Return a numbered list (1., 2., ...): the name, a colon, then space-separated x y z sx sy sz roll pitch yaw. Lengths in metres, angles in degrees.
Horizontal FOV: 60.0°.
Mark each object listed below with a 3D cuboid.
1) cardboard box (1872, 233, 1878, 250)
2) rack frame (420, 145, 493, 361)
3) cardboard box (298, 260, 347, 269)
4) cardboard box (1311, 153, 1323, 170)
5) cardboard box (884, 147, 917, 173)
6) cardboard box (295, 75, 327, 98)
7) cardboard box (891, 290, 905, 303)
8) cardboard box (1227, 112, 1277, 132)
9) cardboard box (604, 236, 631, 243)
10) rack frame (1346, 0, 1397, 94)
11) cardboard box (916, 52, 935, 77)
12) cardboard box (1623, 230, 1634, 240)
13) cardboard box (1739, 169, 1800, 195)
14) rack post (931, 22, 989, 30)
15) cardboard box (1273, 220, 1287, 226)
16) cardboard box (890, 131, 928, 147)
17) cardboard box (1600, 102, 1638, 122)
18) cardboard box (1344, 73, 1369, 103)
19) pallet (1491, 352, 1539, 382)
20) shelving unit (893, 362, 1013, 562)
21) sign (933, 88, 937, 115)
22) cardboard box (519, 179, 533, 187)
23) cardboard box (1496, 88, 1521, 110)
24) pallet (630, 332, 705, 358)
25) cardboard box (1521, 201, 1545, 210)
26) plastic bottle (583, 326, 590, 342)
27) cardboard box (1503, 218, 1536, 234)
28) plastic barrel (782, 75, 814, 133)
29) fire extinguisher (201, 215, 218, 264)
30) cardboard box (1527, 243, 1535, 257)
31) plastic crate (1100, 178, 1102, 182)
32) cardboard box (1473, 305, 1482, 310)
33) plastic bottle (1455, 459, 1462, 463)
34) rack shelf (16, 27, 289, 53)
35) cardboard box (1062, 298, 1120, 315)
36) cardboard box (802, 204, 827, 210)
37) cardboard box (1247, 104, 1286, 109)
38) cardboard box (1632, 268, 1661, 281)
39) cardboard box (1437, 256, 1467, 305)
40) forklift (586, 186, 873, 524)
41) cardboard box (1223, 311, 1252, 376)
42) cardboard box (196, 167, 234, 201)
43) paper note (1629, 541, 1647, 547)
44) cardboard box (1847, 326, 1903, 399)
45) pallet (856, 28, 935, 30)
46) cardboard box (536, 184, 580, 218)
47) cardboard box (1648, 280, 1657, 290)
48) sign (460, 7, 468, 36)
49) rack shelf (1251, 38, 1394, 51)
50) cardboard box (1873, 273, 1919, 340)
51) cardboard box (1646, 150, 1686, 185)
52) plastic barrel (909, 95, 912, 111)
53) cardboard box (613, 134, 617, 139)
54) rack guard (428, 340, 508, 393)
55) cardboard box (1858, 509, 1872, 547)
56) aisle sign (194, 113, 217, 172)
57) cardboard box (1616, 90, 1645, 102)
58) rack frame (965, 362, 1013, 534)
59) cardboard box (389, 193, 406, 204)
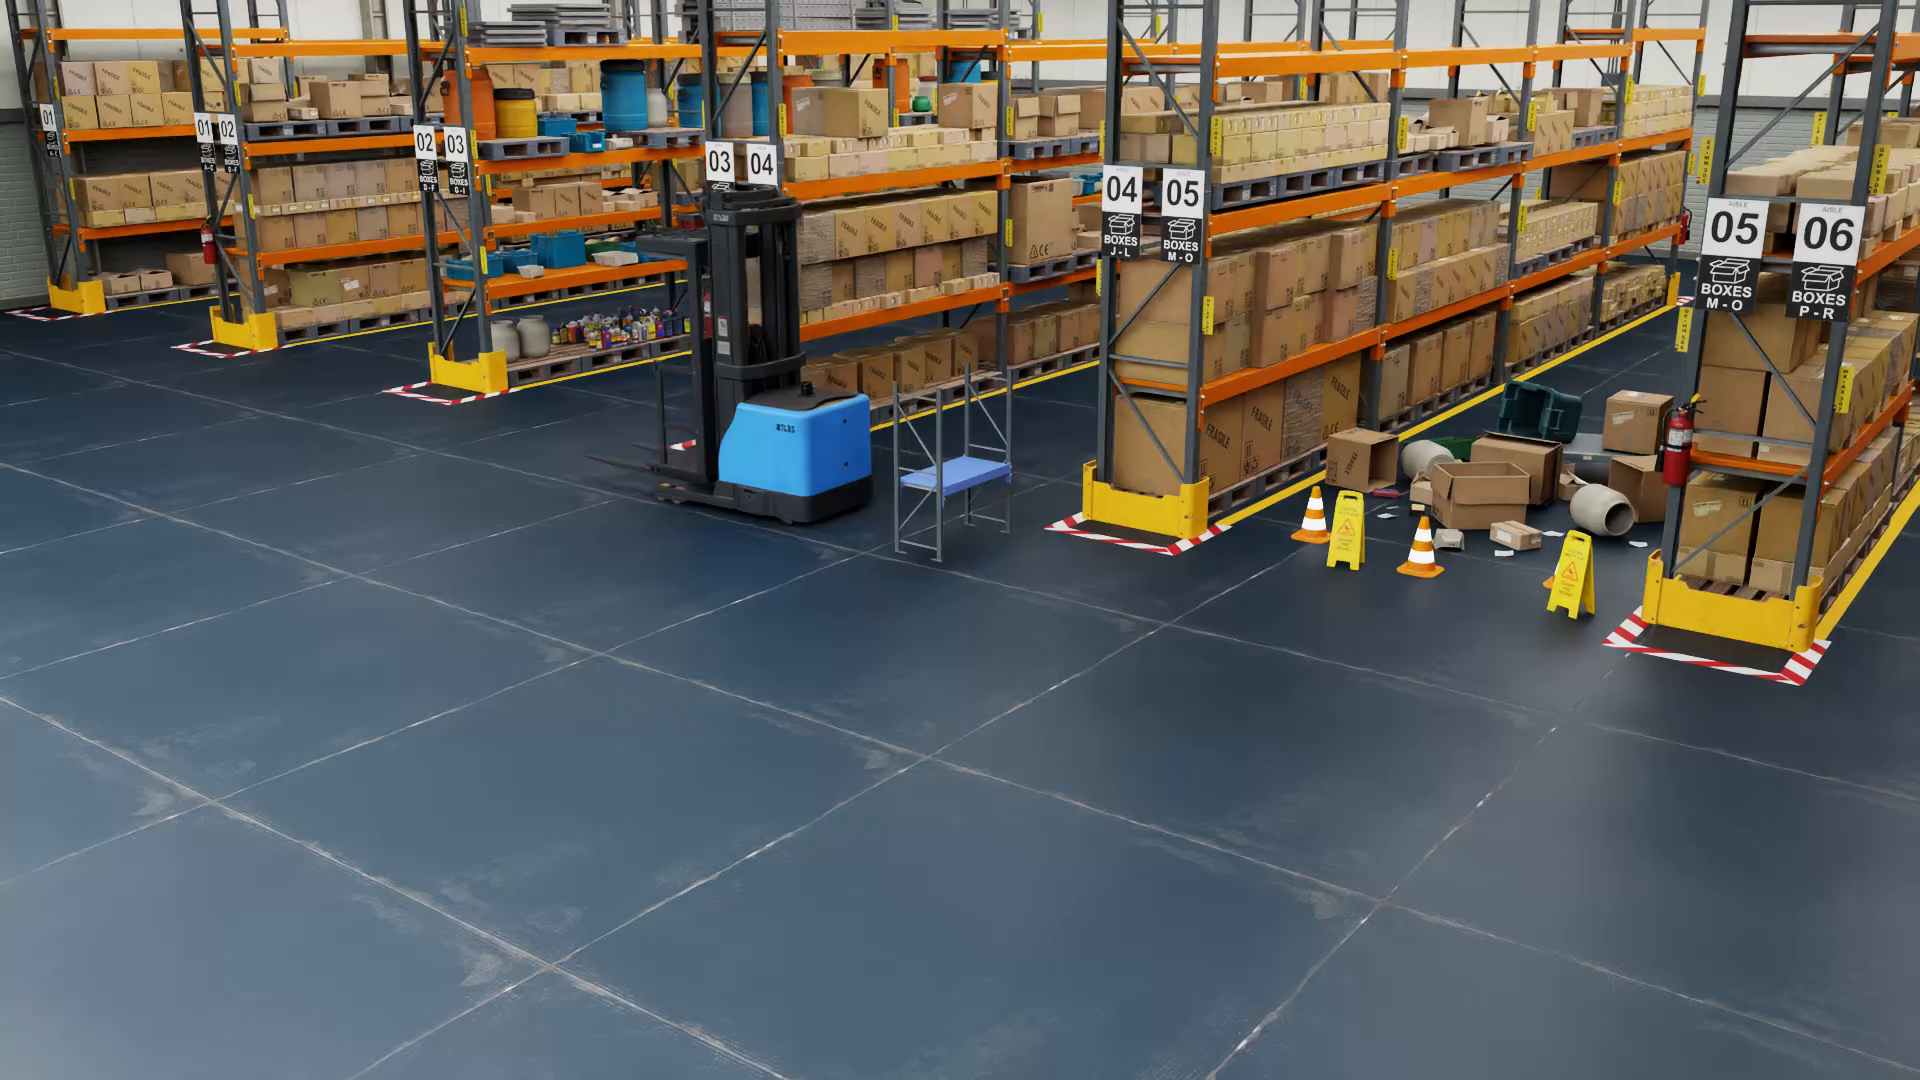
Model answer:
1. cardboard box: 6.458 -2.201 12.139 0.380 0.149 0.250 13 22 36
2. rack frame: -6.207 -3.358 20.499 1.000 3.000 0.127 12 21 35
3. cardboard box: -9.519 -3.901 24.910 0.500 0.500 0.500 12 21 35
4. cardboard box: 3.208 -3.589 15.731 0.380 0.149 0.250 12 21 35
5. cardboard box: -0.828 -4.279 18.659 0.500 0.250 0.500 13 22 36
6. cardboard box: -11.390 -7.858 29.056 0.500 0.500 0.500 16 24 42
7. cardboard box: -0.854 -2.811 19.163 0.380 0.149 0.250 12 21 35
8. cardboard box: 2.602 -3.728 14.834 0.380 0.149 0.250 13 21 35
9. cardboard box: -5.964 -5.222 29.484 0.500 0.311 0.500 13 22 37
10. rack frame: 7.304 -9.158 29.062 1.000 3.000 0.127 12 21 35
11. cardboard box: -0.943 -9.877 34.581 0.700 0.500 0.500 12 21 35
12. cardboard box: 9.856 -4.590 24.889 0.380 0.149 0.250 13 21 36
13. cardboard box: 5.878 -2.612 12.119 0.380 0.149 0.250 13 21 36
14. rack post: -0.161 -8.338 27.262 0.937 0.300 0.954 15 23 40
15. cardboard box: 4.861 -5.229 26.355 0.500 0.500 0.500 12 21 35
16. cardboard box: -0.589 -4.543 18.839 0.380 0.149 0.250 14 22 37
17. cardboard box: 9.323 -6.112 23.720 0.500 0.250 0.500 13 22 36
18. cardboard box: 6.605 -7.776 28.623 0.700 0.500 0.500 12 21 33
19. pallet: 6.927 -2.342 21.928 1.003 0.211 1.213 12 21 35
20. shelving unit: -0.051 -0.696 14.456 0.538 1.500 1.048 12 21 35
21. sign: -0.294 -5.400 20.481 0.100 0.325 0.005 12 21 35
22. cardboard box: -8.631 -7.048 32.771 0.380 0.149 0.250 13 22 36
23. cardboard box: 7.243 -5.786 21.799 0.396 0.266 0.258 12 21 35
24. pallet: -4.258 -2.826 23.489 1.003 0.211 1.213 12 21 35
25. cardboard box: 8.078 -4.725 23.613 0.380 0.149 0.250 13 22 36
26. plastic bottle: -5.099 -2.817 22.734 0.097 0.201 0.097 0 17 0
27. cardboard box: 7.199 -4.050 21.440 0.380 0.149 0.250 12 21 34
28. plastic barrel: -2.494 -6.588 25.118 0.600 0.830 0.708 12 21 35
29. fire extinguisher: -10.627 -4.251 23.505 0.296 0.674 0.183 12 21 35
30. cardboard box: 7.209 -3.767 21.533 0.380 0.149 0.250 14 22 37
31. plastic crate: 2.657 -7.009 32.600 0.250 0.136 0.298 12 21 35
32. cardboard box: 6.657 -3.062 21.787 0.500 0.250 0.500 12 21 33
33. plastic bottle: 5.124 -0.799 17.214 0.133 0.061 0.283 2 17 6
34. rack shelf: -12.972 -8.105 26.888 1.077 0.370 4.000 12 21 35
35. cardboard box: 1.834 -3.107 23.164 0.700 0.500 0.500 10 20 30
36. cardboard box: -1.807 -3.445 18.422 0.500 0.500 0.500 12 21 35
37. cardboard box: 2.981 -4.207 16.377 0.380 0.149 0.250 13 21 35
38. cardboard box: 10.867 -4.211 26.343 0.380 0.149 0.250 12 21 33
39. cardboard box: 5.509 -3.020 19.243 0.500 0.500 0.500 13 21 36
40. forklift: -2.326 -1.860 15.791 3.031 2.935 1.130 12 21 33
41. cardboard box: 2.188 -1.885 15.503 0.875 0.550 0.550 12 21 35
42. cardboard box: -12.415 -5.952 27.807 0.500 0.500 0.500 12 21 33
43. paper note: 5.956 0.031 14.593 0.142 0.019 0.148 5 18 16
44. cardboard box: 7.441 -1.476 13.769 0.500 0.500 0.500 13 22 36
45. pallet: -0.986 -8.013 26.368 1.213 0.211 1.003 12 21 35
46. cardboard box: -6.717 -5.659 27.741 0.500 0.500 0.500 12 21 35
47. cardboard box: 10.833 -4.074 26.402 0.380 0.149 0.250 11 21 32
48. sign: -5.768 -6.025 19.324 0.100 0.325 0.005 12 21 35
49. rack shelf: 6.112 -8.148 27.694 1.077 0.370 4.000 12 21 35
50. cardboard box: 8.622 -2.135 15.184 0.500 0.500 0.500 13 22 36
51. cardboard box: 11.154 -5.907 26.352 0.500 0.500 0.500 12 21 34
52. plastic barrel: -0.920 -7.112 27.054 0.301 0.262 0.301 0 17 0
53. cardboard box: -7.399 -8.248 34.276 0.500 0.250 0.500 13 21 36
54. rack guard: -6.200 -2.190 20.955 1.175 0.500 0.348 12 21 35
55. cardboard box: 7.360 -0.134 14.047 0.500 0.250 0.500 13 21 36
56. aisle sign: -10.458 -5.512 23.051 0.394 0.787 0.004 12 21 35
57. cardboard box: 9.696 -6.439 24.102 0.380 0.149 0.250 12 21 33
58. rack frame: 0.252 -0.817 14.846 0.500 1.500 0.032 12 21 35
59. cardboard box: -8.548 -5.139 24.974 0.380 0.149 0.250 13 22 36
